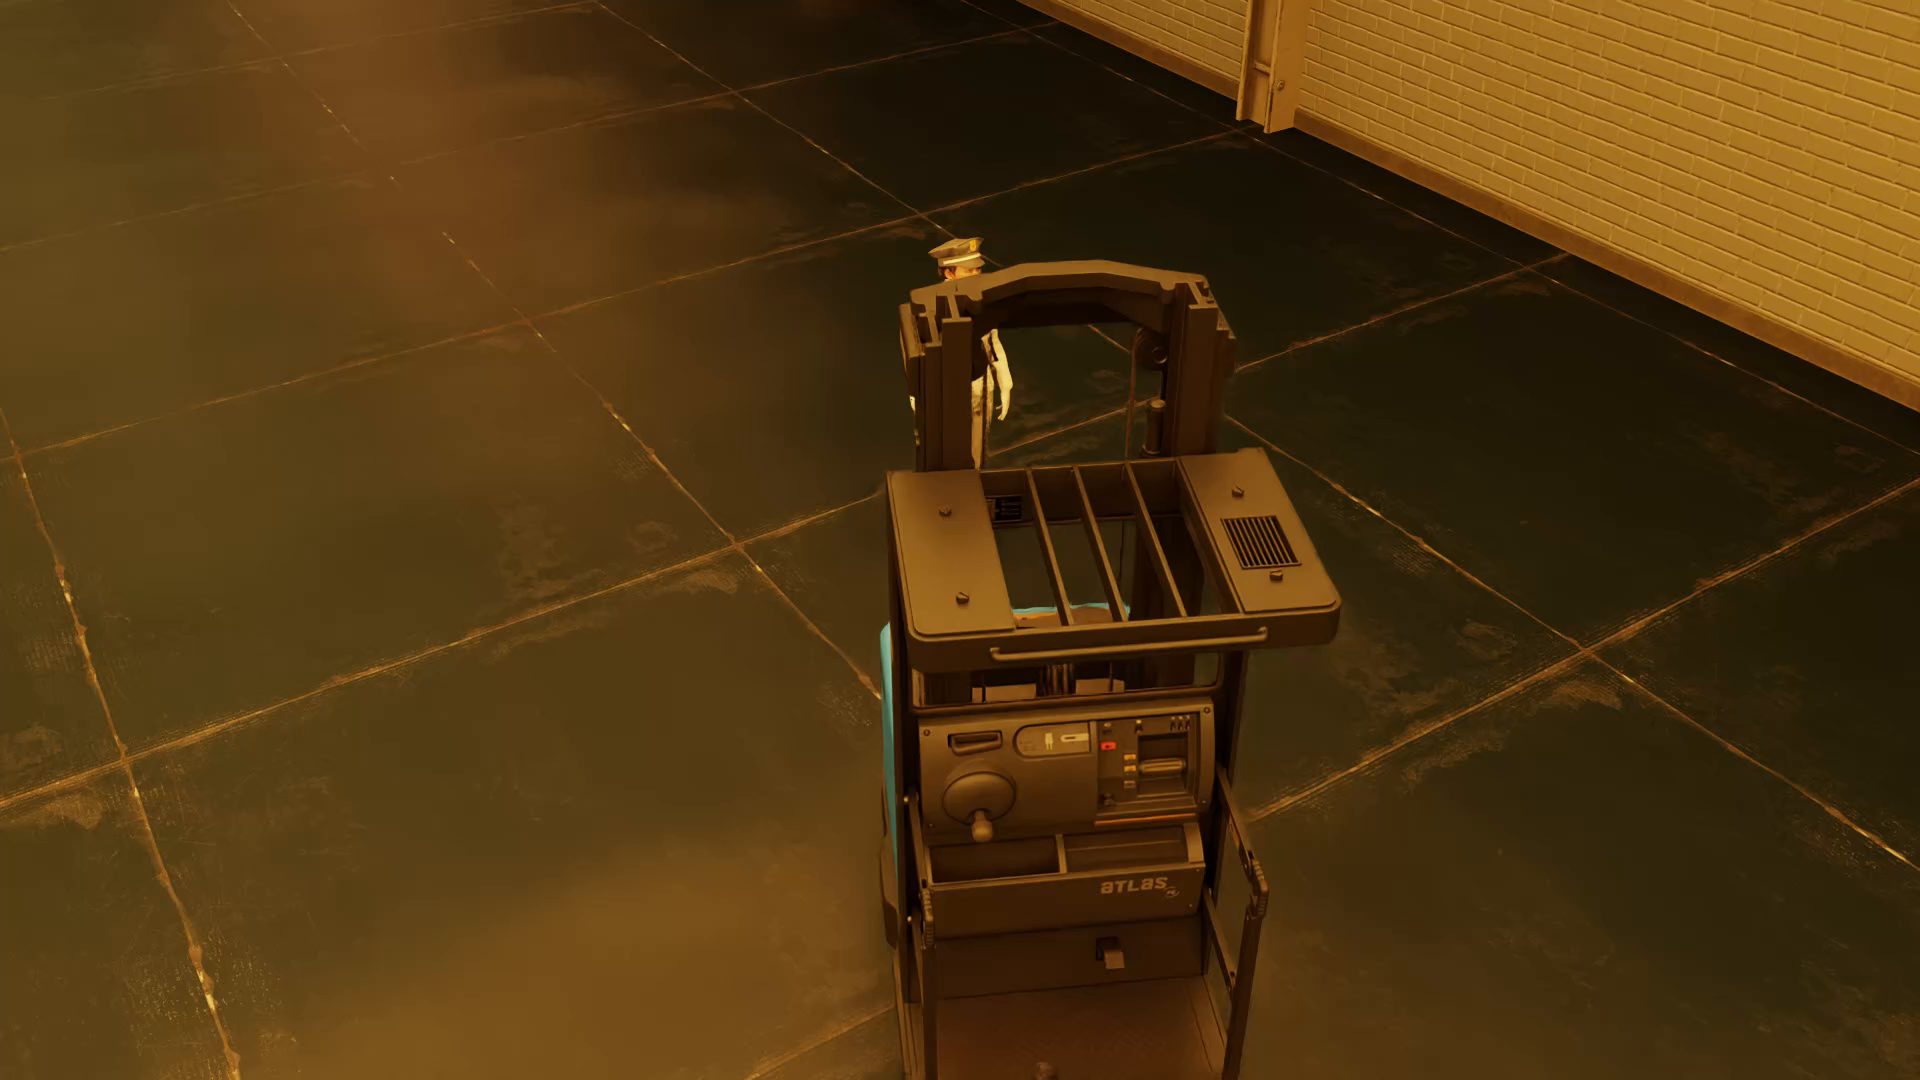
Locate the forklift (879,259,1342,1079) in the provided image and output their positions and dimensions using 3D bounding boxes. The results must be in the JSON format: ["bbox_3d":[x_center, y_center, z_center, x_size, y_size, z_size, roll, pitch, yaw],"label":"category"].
[{"bbox_3d":[0.366,0.784,5.031,1.130,2.935,3.031,-4,35,-6],"label":"forklift"}]

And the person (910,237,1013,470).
[{"bbox_3d":[0.031,-0.664,8.155,0.586,1.694,0.530,-21,40,-27],"label":"person"}]
